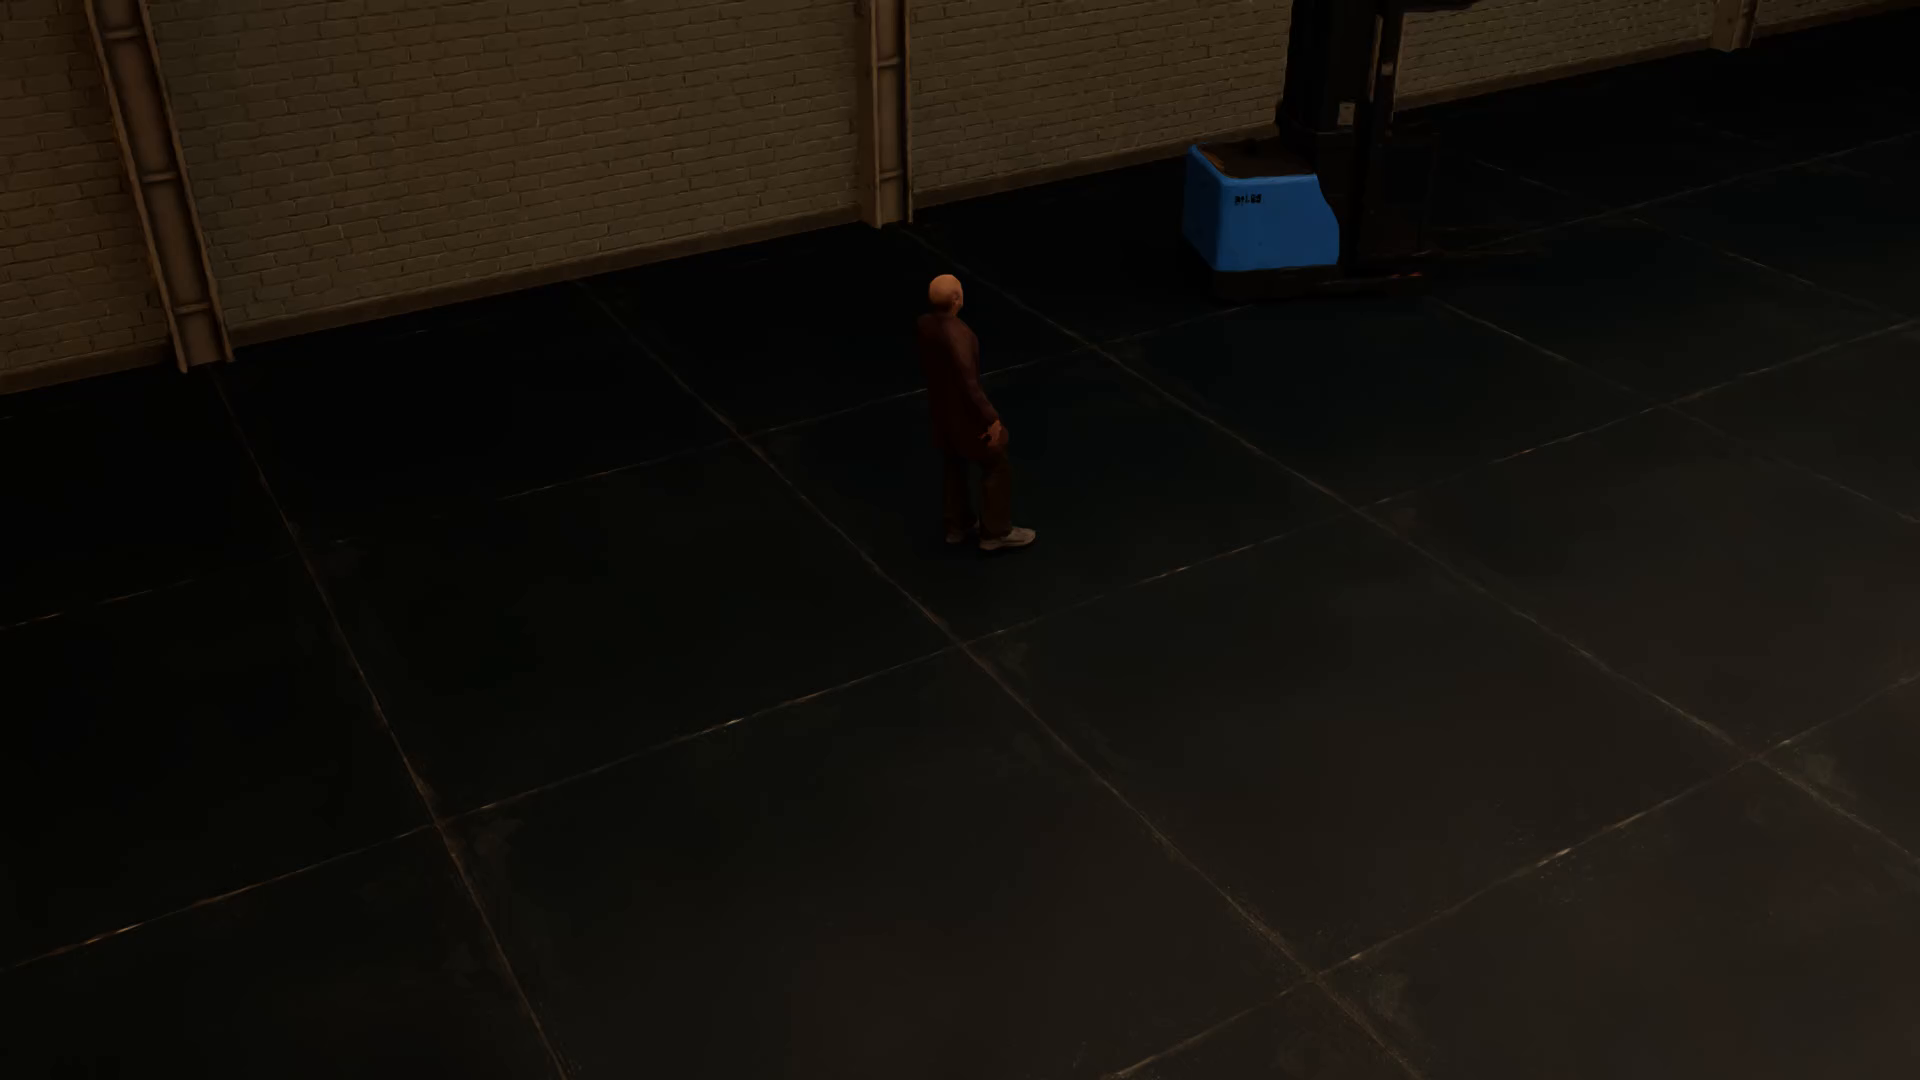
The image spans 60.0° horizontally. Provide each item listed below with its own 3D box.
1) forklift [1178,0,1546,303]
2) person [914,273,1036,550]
[{"bbox_3d":[3.461,-3.573,13.614,3.031,2.935,1.130,-6,31,-9],"label":"forklift"},{"bbox_3d":[0.079,-0.791,10.075,0.586,1.774,0.694,-17,35,-26],"label":"person"}]
